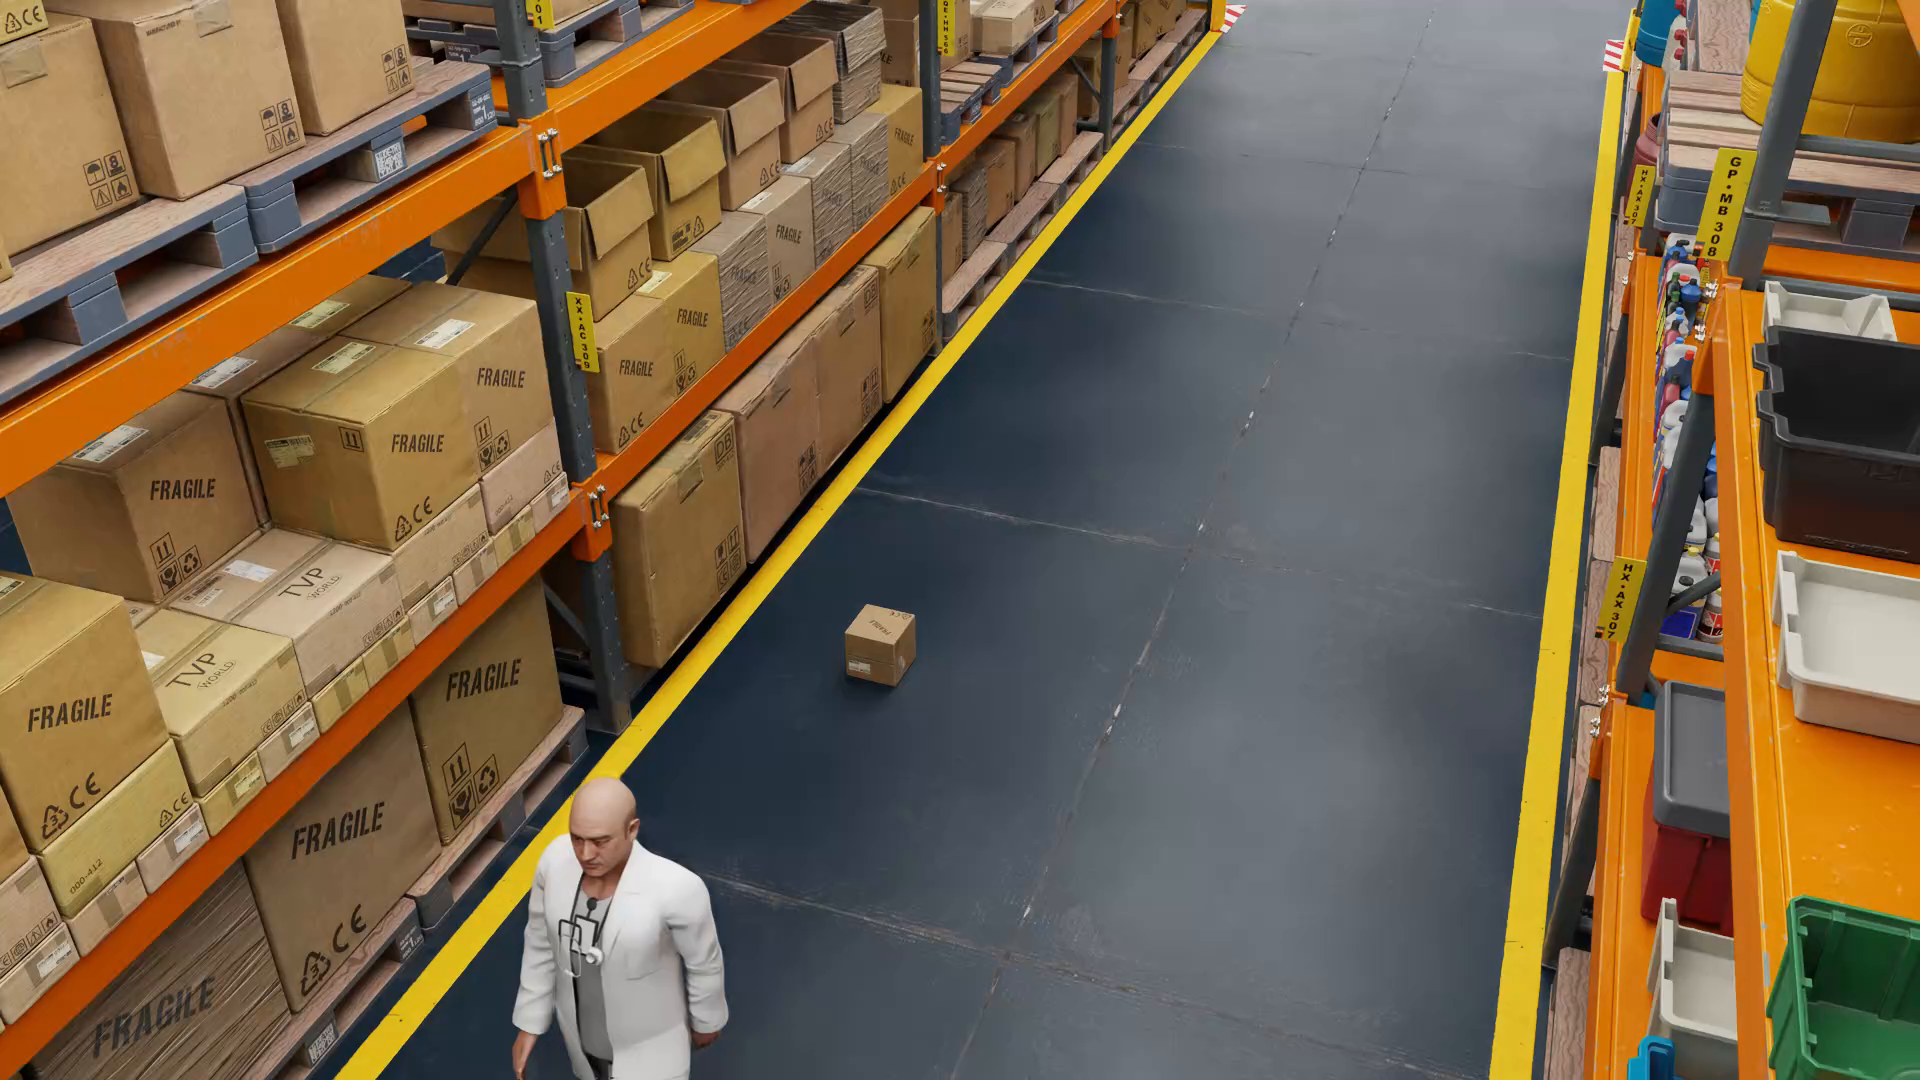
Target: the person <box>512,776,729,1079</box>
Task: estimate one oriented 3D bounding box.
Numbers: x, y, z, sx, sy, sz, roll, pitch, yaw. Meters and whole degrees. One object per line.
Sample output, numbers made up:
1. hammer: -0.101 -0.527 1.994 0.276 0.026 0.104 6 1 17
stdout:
1. person: -1.025 1.487 4.866 0.573 1.823 0.798 15 36 21
